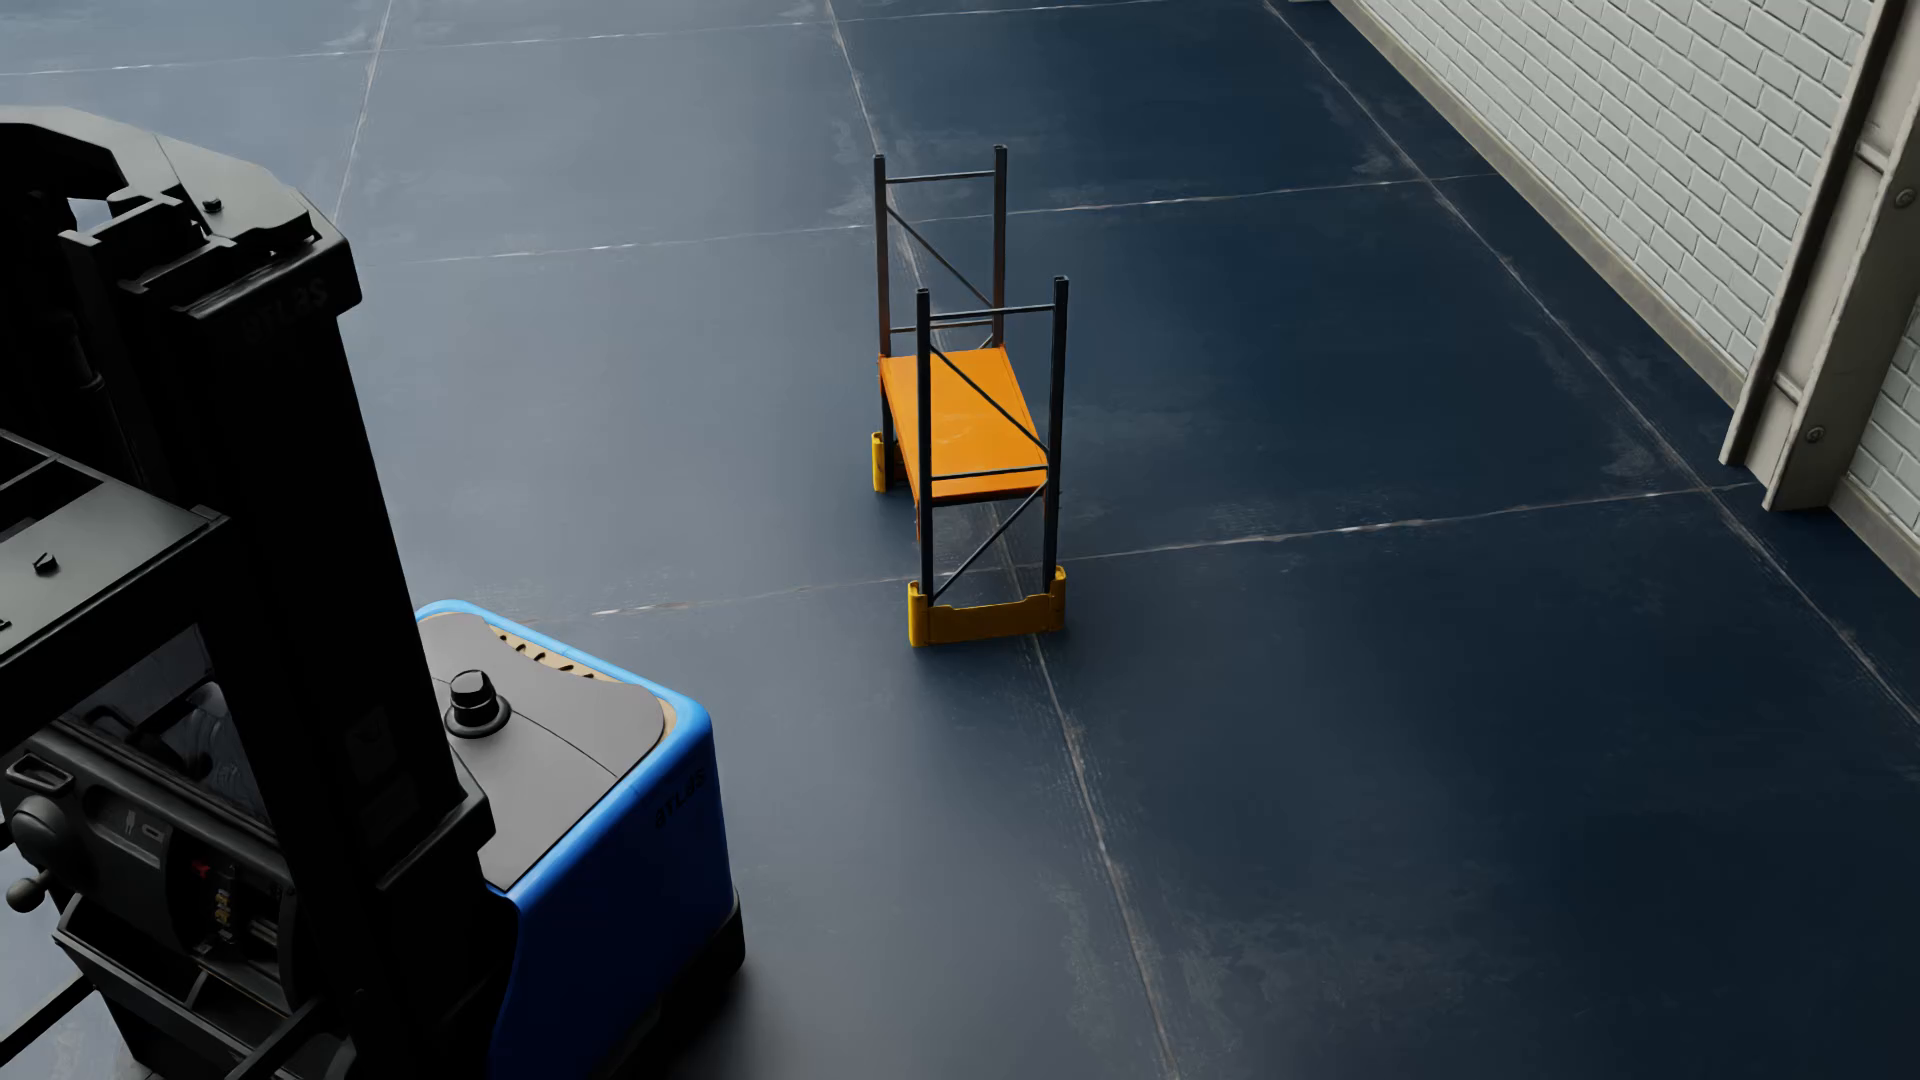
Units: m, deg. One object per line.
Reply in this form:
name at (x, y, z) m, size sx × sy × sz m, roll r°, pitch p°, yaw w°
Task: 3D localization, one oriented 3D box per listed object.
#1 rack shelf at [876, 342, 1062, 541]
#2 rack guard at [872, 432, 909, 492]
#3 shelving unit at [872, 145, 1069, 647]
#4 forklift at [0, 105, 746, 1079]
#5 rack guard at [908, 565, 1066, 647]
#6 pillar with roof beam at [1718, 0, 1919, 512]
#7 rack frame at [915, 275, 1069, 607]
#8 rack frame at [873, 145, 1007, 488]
rack shelf at (0.015, -0.399, 6.334) m, size 0.538 × 0.185 × 1.000 m, roll -6°, pitch 38°, yaw -8°
rack guard at (-0.074, -0.353, 7.001) m, size 0.587 × 0.250 × 0.087 m, roll -6°, pitch 38°, yaw -8°
shelving unit at (0.013, -0.546, 6.231) m, size 0.587 × 1.500 × 1.083 m, roll -6°, pitch 38°, yaw -8°
forklift at (-1.823, 0.769, 3.372) m, size 1.130 × 2.935 × 3.031 m, roll 20°, pitch 42°, yaw 23°
rack guard at (0.101, 0.248, 6.227) m, size 0.587 × 0.250 × 0.087 m, roll -6°, pitch 38°, yaw -8°
pillar with roof beam at (-0.770, -3.342, 3.717) m, size 9.100 × 9.000 × 0.400 m, roll -6°, pitch 38°, yaw -8°
rack frame at (0.104, -0.234, 5.828) m, size 0.500 × 1.500 × 0.032 m, roll -6°, pitch 38°, yaw -8°
rack frame at (-0.074, -0.848, 6.619) m, size 0.500 × 1.500 × 0.032 m, roll -6°, pitch 38°, yaw -8°
